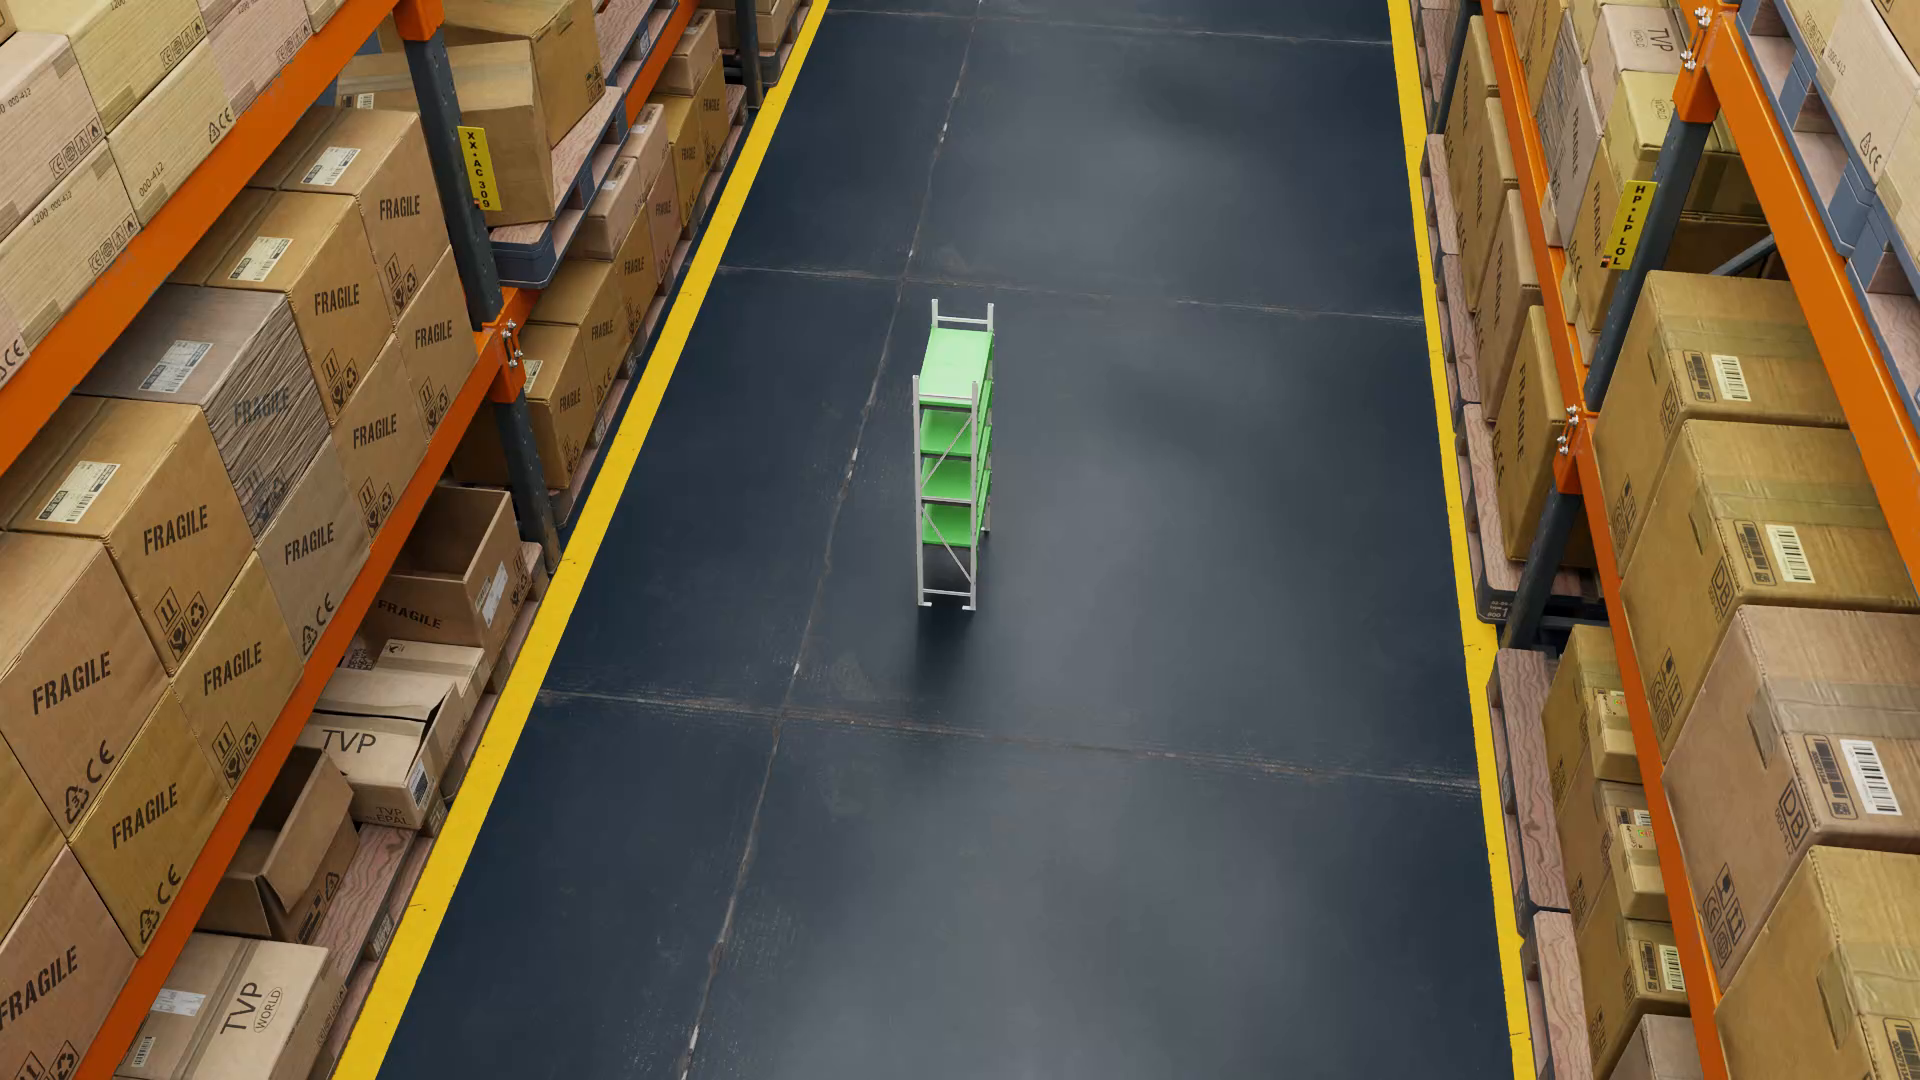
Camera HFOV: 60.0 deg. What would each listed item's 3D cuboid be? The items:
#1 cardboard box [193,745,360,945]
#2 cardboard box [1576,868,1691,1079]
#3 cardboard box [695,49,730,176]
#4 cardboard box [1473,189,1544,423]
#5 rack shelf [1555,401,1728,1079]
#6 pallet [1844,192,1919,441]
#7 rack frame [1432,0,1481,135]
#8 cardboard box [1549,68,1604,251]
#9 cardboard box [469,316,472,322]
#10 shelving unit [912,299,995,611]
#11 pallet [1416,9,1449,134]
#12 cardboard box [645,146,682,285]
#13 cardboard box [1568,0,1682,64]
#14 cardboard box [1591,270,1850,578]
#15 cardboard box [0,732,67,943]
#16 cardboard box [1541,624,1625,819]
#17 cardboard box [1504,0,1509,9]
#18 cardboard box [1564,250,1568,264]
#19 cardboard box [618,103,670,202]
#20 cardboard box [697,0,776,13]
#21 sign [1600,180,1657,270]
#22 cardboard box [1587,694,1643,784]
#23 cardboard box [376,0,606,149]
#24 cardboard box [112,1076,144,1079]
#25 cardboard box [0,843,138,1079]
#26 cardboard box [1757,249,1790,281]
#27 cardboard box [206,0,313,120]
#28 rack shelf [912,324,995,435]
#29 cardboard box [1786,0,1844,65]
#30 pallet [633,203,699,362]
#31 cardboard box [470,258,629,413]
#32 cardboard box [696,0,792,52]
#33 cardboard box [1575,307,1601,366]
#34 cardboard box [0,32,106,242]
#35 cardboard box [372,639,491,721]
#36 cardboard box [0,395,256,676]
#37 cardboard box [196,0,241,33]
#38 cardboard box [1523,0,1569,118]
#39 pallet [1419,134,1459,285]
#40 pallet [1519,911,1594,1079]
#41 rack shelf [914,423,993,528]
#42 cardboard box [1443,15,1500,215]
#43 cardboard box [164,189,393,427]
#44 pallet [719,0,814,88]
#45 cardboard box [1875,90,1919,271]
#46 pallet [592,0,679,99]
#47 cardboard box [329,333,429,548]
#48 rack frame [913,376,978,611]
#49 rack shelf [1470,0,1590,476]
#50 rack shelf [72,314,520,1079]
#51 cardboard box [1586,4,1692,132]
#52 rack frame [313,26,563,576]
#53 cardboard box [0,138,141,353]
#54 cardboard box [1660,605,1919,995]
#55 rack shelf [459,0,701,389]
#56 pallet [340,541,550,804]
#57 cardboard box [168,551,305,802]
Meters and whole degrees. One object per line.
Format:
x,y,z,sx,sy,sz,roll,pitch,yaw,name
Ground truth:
-2.462,1.004,5.504,0.797,0.503,0.637,5,44,6,cardboard box
2.352,1.371,5.133,0.700,0.500,0.500,6,44,6,cardboard box
-1.581,-2.343,9.041,0.500,0.500,0.500,7,44,7,cardboard box
2.764,-1.009,7.392,0.750,0.750,0.750,6,44,7,cardboard box
2.427,1.048,4.485,1.077,0.370,4.000,5,44,6,rack shelf
2.410,-0.247,3.213,1.003,0.211,1.213,5,44,6,pallet
3.221,-3.302,8.556,1.000,3.000,0.127,5,44,6,rack frame
2.561,-1.414,6.258,0.500,0.500,0.500,6,44,6,cardboard box
-2.364,-0.974,7.596,0.500,0.500,0.500,5,44,6,cardboard box
-0.022,-0.323,6.718,0.258,1.200,0.503,5,44,6,shelving unit
3.325,-2.822,10.077,1.003,0.211,1.213,5,44,6,pallet
-1.713,-1.632,8.290,0.500,0.500,0.500,4,44,4,cardboard box
2.645,-2.037,6.370,0.500,0.250,0.500,6,44,6,cardboard box
2.604,-0.317,5.185,0.980,0.700,0.700,6,44,6,cardboard box
-2.366,0.667,3.564,0.500,0.500,0.500,6,44,6,cardboard box
2.491,0.679,5.863,0.700,0.500,0.500,6,44,6,cardboard box
2.824,-2.790,7.711,0.500,0.500,0.500,7,44,7,cardboard box
2.545,-1.095,6.393,0.380,0.149,0.250,7,44,7,cardboard box
-1.715,-1.879,8.006,0.500,0.250,0.500,4,44,5,cardboard box
-1.330,-3.438,9.986,0.500,0.311,0.500,7,44,7,cardboard box
2.153,-1.011,5.351,0.100,0.325,0.005,5,44,6,sign
2.265,0.661,5.411,0.380,0.149,0.250,7,44,7,cardboard box
-1.906,-1.990,6.791,0.700,0.500,0.500,12,45,12,cardboard box
-2.328,1.855,4.789,0.500,0.250,0.500,5,44,6,cardboard box
-2.365,1.035,3.902,0.500,0.500,0.500,5,44,5,cardboard box
3.002,-1.018,5.840,0.500,0.500,0.500,4,44,4,cardboard box
-2.096,-1.363,4.436,0.500,0.250,0.500,5,44,6,cardboard box
-0.022,-0.625,6.432,0.258,0.148,0.480,5,44,6,rack shelf
2.339,-1.353,4.046,0.500,0.250,0.500,5,44,5,cardboard box
-1.990,-1.403,8.578,1.003,0.211,1.213,5,44,6,pallet
-1.854,-0.948,7.568,0.500,0.500,0.500,6,44,6,cardboard box
-1.330,-3.234,10.179,0.500,0.250,0.500,5,44,5,cardboard box
2.456,-0.748,6.027,0.380,0.149,0.250,6,44,6,cardboard box
-2.219,-0.862,3.543,0.500,0.250,0.500,5,44,6,cardboard box
-2.003,0.527,6.266,0.380,0.149,0.250,5,44,6,cardboard box
-2.229,-0.019,4.289,0.500,0.500,0.500,5,44,5,cardboard box
-2.083,-1.544,4.262,0.500,0.250,0.500,5,44,6,cardboard box
2.697,-2.096,6.979,0.500,0.500,0.500,6,44,7,cardboard box
3.042,-1.759,8.954,1.003,0.211,1.213,5,44,6,pallet
2.355,1.781,5.215,1.003,0.211,1.213,5,44,6,pallet
-0.022,-0.276,6.762,0.258,0.148,0.480,5,44,6,rack shelf
2.993,-2.185,8.634,0.750,0.750,0.750,5,44,5,cardboard box
-2.094,-0.706,5.014,0.500,0.500,0.500,4,44,5,cardboard box
-1.543,-3.295,10.576,1.003,0.211,1.213,5,44,6,pallet
2.197,-0.656,3.311,0.500,0.250,0.500,4,44,4,cardboard box
-1.943,-2.354,7.695,1.003,0.211,1.213,5,44,6,pallet
-2.097,-0.345,5.360,0.500,0.500,0.500,6,44,7,cardboard box
-0.054,-0.157,6.543,0.240,1.200,0.015,5,44,6,rack frame
2.956,-1.678,7.364,1.077,0.370,4.000,5,44,6,rack shelf
-2.483,0.600,4.958,1.077,0.370,4.000,5,44,6,rack shelf
2.577,-1.689,6.003,0.500,0.250,0.500,6,44,6,cardboard box
-2.219,-1.024,6.150,1.000,3.000,0.127,5,44,6,rack frame
-2.225,-0.681,3.715,0.500,0.250,0.500,5,44,6,cardboard box
2.416,0.677,4.135,0.980,0.700,0.700,3,44,3,cardboard box
-1.954,-2.126,7.837,1.077,0.370,4.000,5,44,6,rack shelf
-2.311,0.457,6.614,1.003,0.211,1.213,5,44,6,pallet
-2.228,0.353,4.623,0.500,0.500,0.500,6,44,6,cardboard box
